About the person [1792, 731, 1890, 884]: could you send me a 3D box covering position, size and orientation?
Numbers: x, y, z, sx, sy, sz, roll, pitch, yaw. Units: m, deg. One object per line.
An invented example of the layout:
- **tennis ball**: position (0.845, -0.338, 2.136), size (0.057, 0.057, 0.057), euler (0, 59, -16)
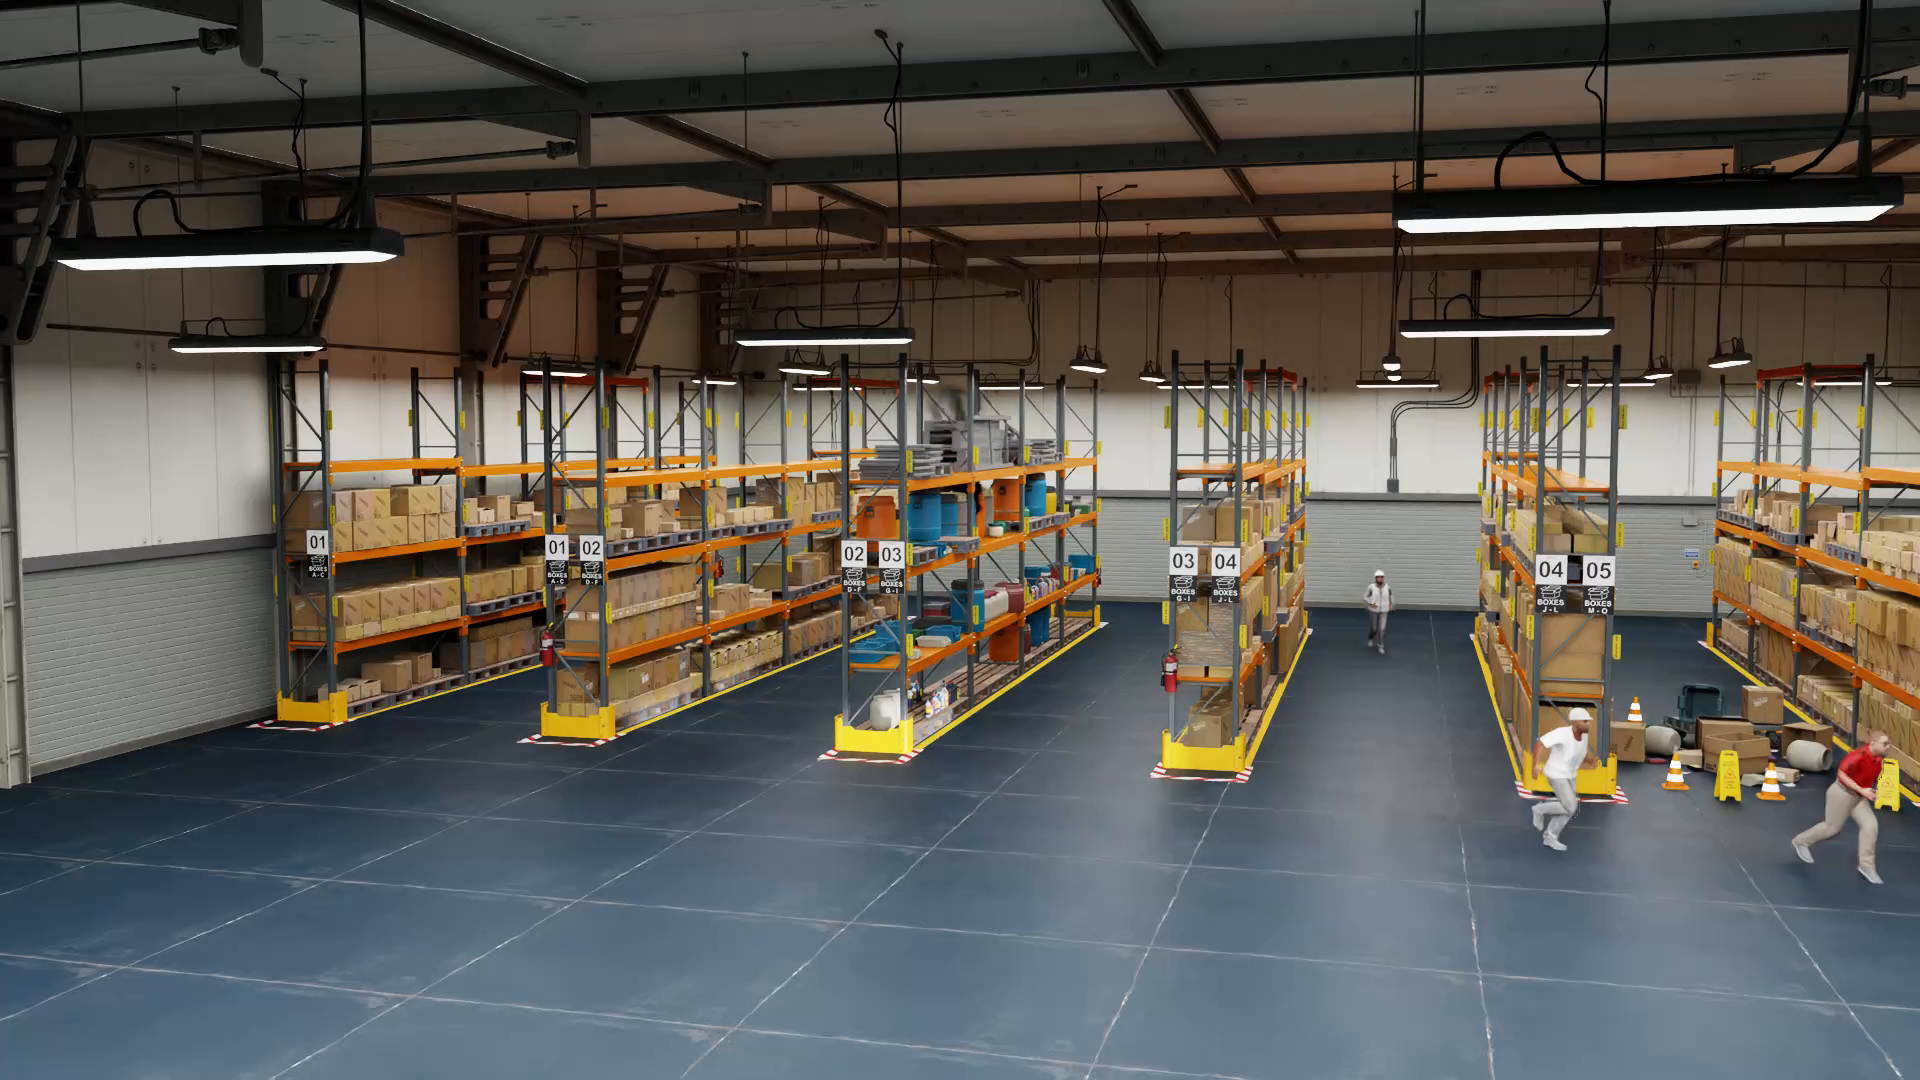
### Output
- **person**: position (9.731, 2.887, 18.360), size (0.702, 1.693, 1.021), euler (-3, 5, -36)

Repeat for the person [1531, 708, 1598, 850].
- **person**: position (7.054, 2.777, 19.422), size (0.689, 1.686, 0.736), euler (-3, 5, -39)

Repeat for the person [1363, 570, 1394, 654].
- **person**: position (9.066, 1.540, 35.992), size (0.684, 1.776, 0.794), euler (0, 4, 2)
